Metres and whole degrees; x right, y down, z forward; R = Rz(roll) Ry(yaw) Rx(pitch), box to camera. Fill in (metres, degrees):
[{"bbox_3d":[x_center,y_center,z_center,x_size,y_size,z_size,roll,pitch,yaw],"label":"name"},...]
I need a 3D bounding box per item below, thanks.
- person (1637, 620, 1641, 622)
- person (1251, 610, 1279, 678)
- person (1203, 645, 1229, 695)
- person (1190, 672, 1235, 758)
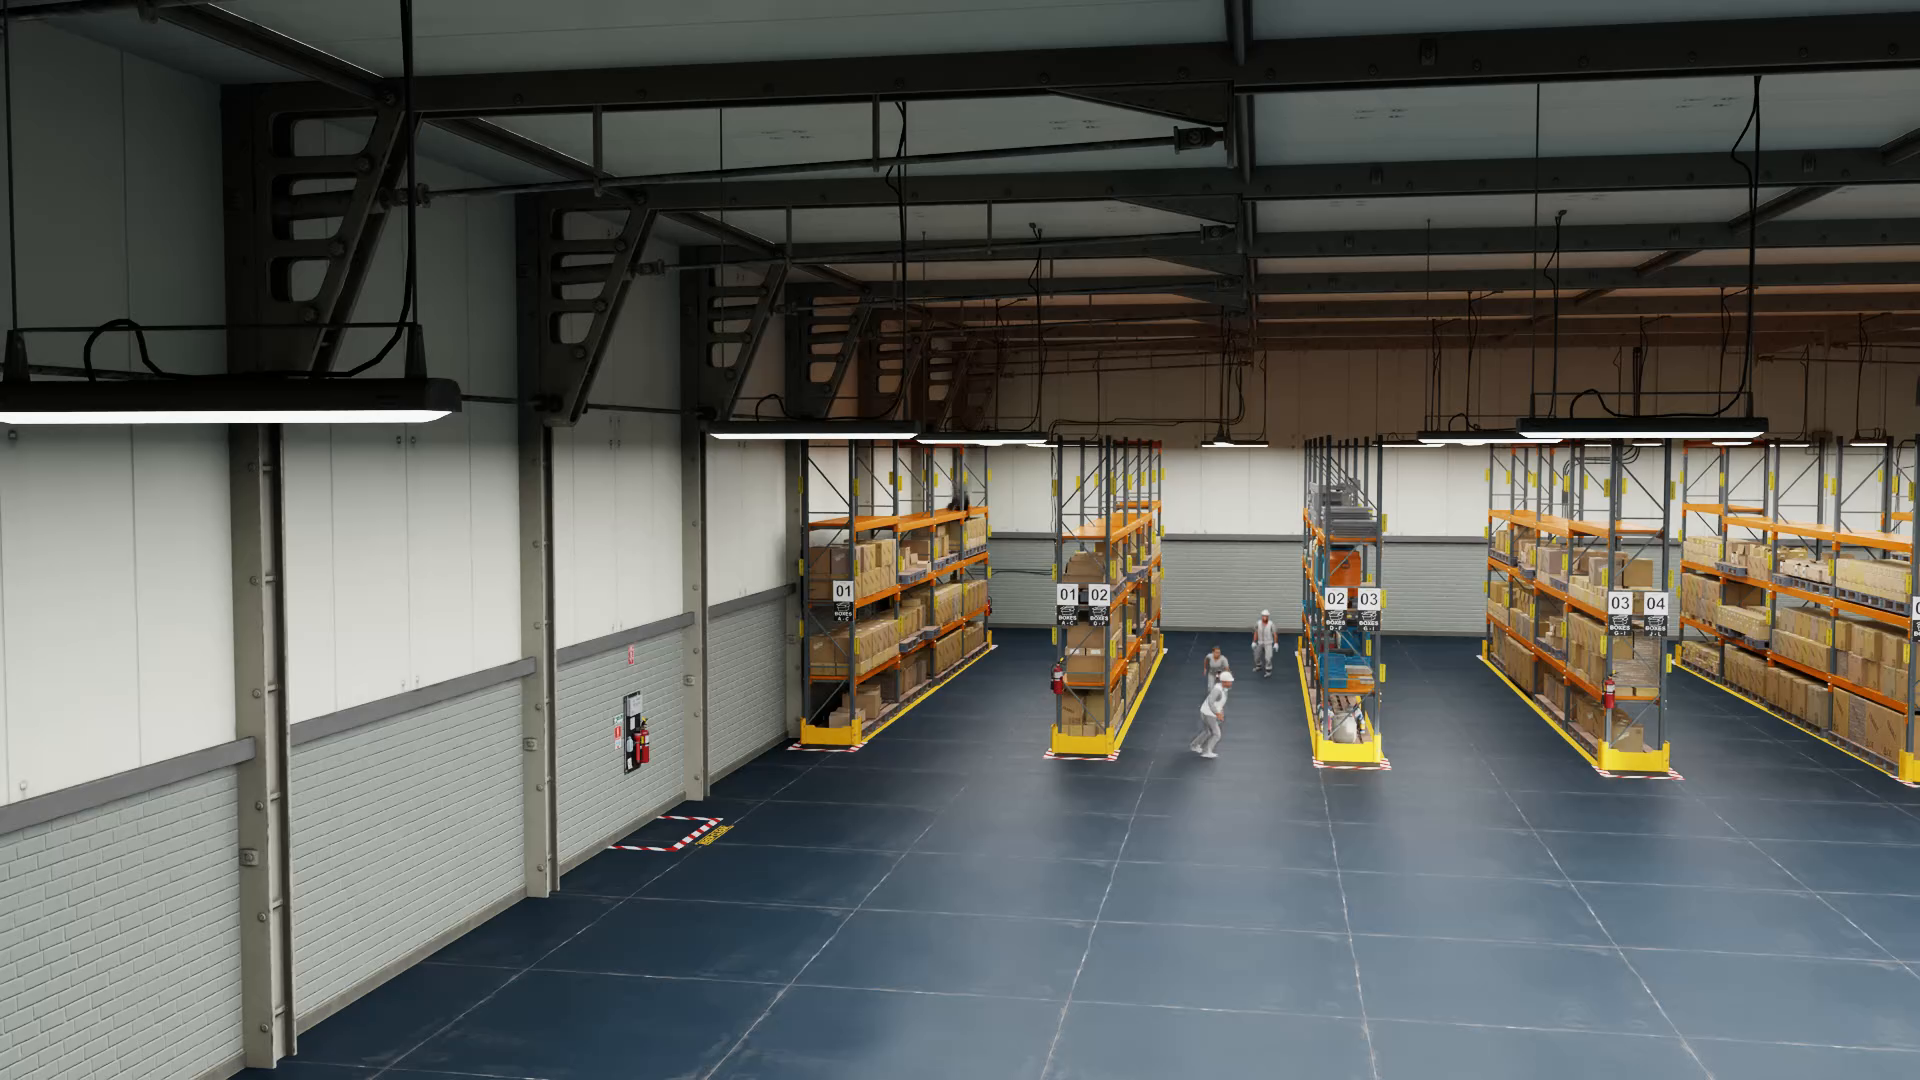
[{"bbox_3d":[18.011,2.432,44.734,0.622,1.727,0.770,2,4,32],"label":"person"},{"bbox_3d":[7.692,2.599,41.883,0.810,1.708,0.700,2,3,28],"label":"person"},{"bbox_3d":[5.573,2.997,36.105,0.586,1.509,1.027,1,3,14],"label":"person"},{"bbox_3d":[4.690,3.236,30.961,0.899,1.628,0.686,1,3,19],"label":"person"}]
